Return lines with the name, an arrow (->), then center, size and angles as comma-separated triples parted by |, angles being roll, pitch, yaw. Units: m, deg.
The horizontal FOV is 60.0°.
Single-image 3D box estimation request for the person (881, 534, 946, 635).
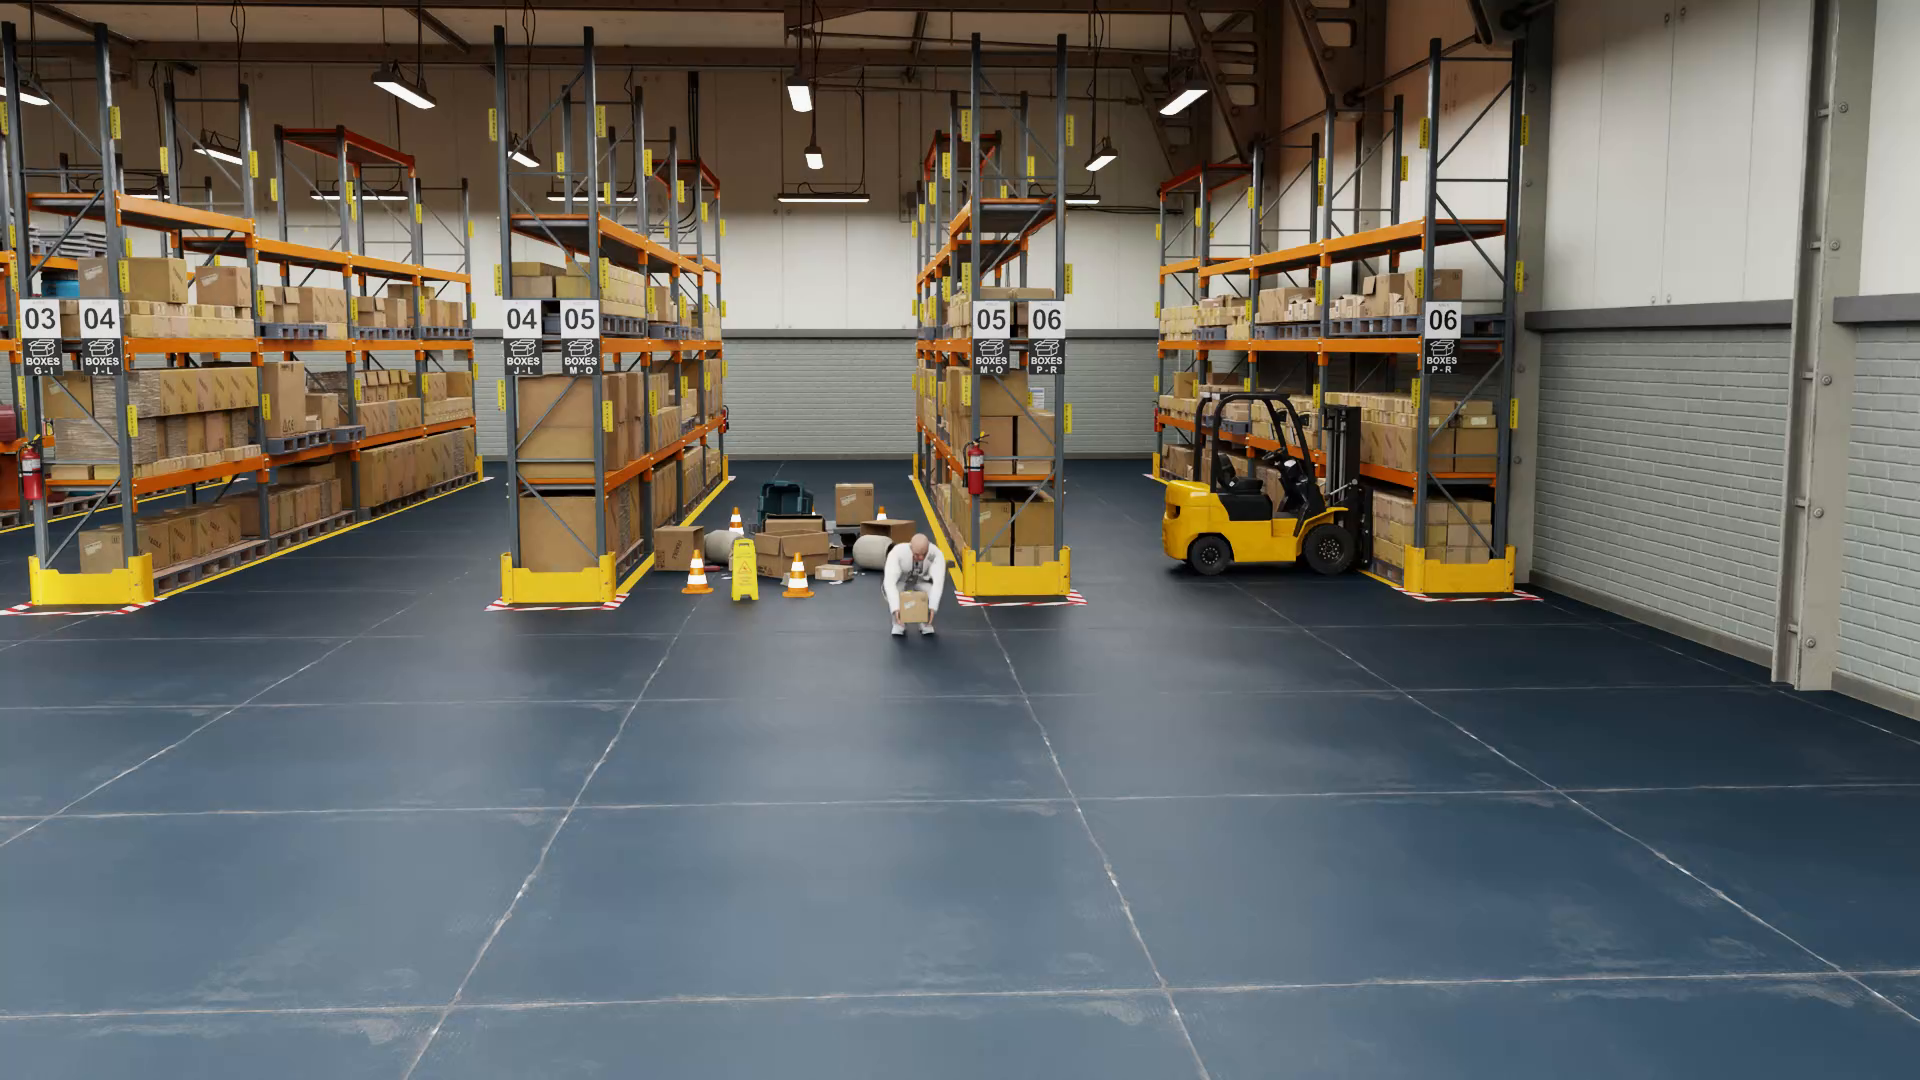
person -> -0.440, 0.459, 15.712 | 0.604, 0.891, 0.909 | 0, 7, -4
